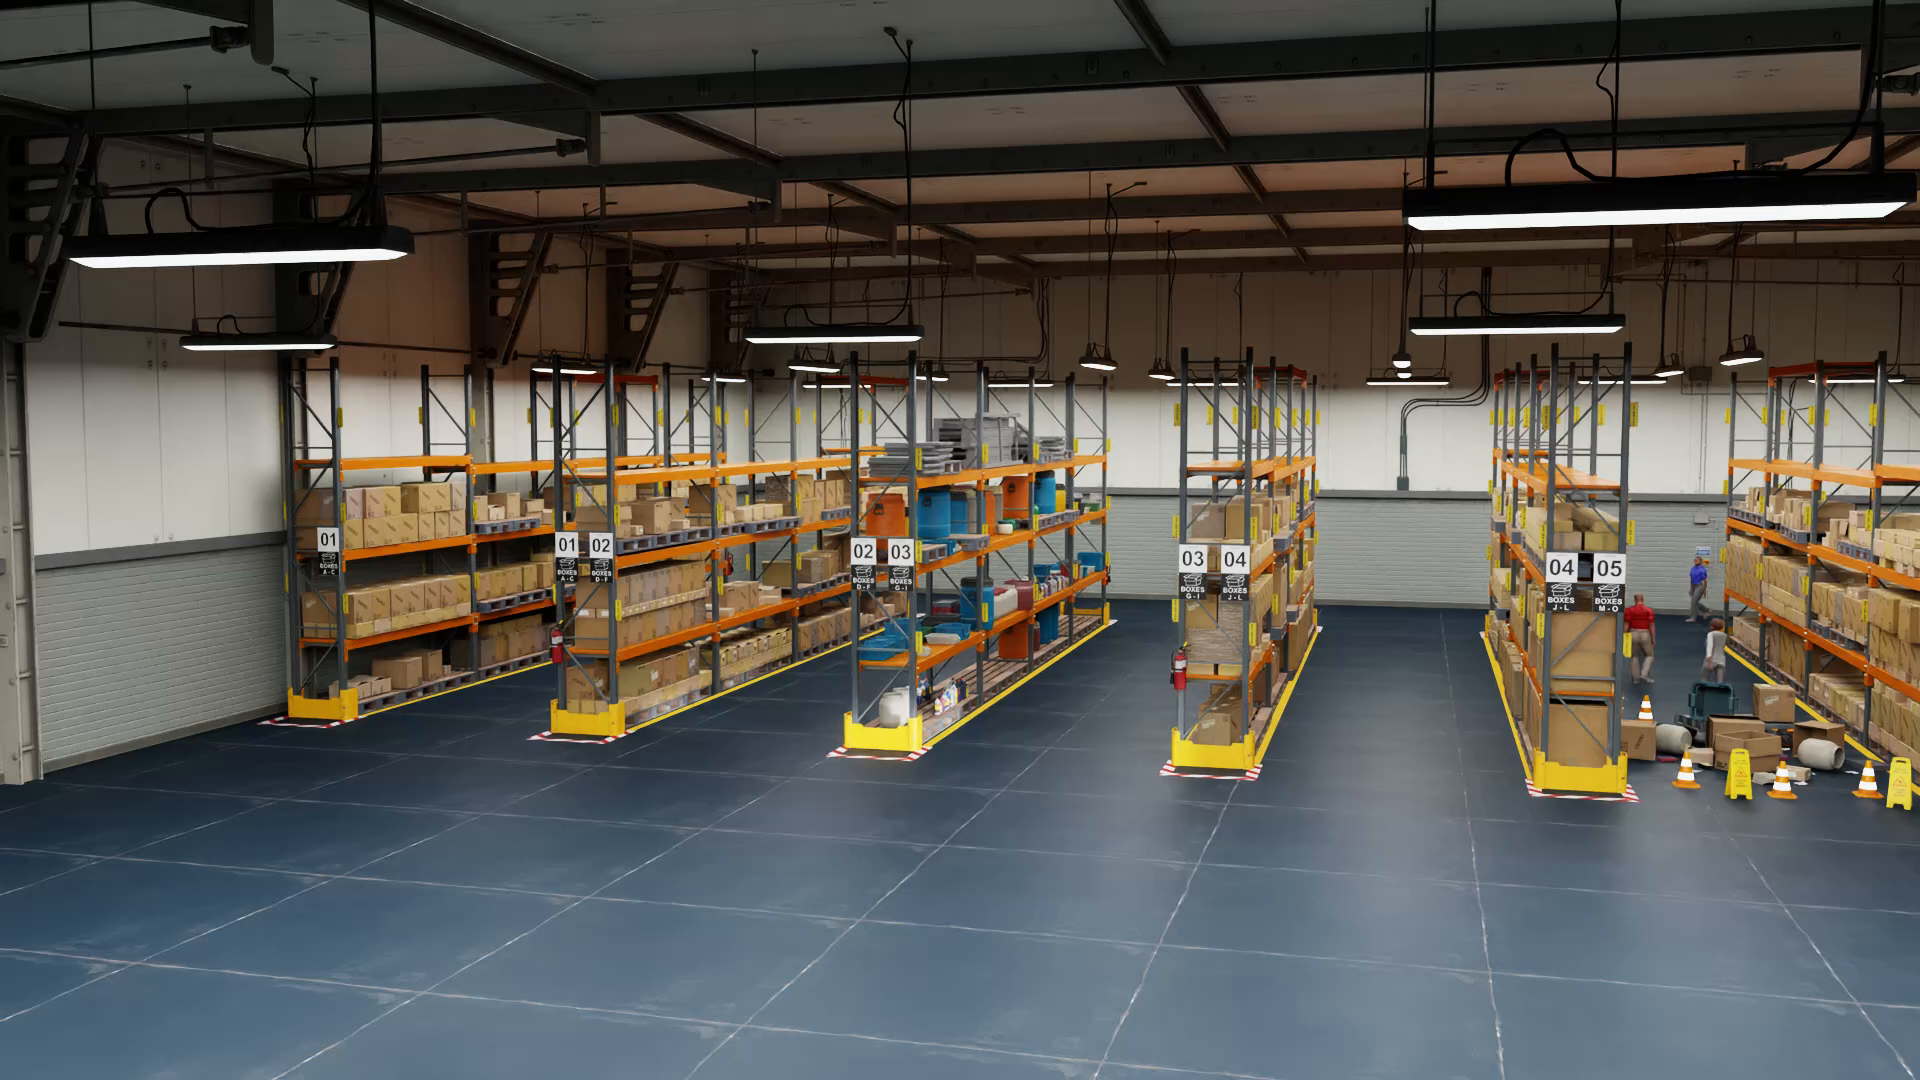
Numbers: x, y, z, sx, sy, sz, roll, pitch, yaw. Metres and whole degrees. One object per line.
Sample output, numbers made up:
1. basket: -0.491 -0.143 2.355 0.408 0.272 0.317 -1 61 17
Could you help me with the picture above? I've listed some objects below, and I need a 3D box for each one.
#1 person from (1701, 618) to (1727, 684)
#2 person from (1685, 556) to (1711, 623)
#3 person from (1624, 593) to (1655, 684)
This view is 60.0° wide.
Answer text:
1. person: 12.900 2.136 28.411 0.381 1.611 0.651 0 4 3
2. person: 18.070 1.192 40.624 0.829 1.620 0.436 -1 4 -15
3. person: 12.753 1.856 31.216 0.581 1.723 0.547 2 5 25
